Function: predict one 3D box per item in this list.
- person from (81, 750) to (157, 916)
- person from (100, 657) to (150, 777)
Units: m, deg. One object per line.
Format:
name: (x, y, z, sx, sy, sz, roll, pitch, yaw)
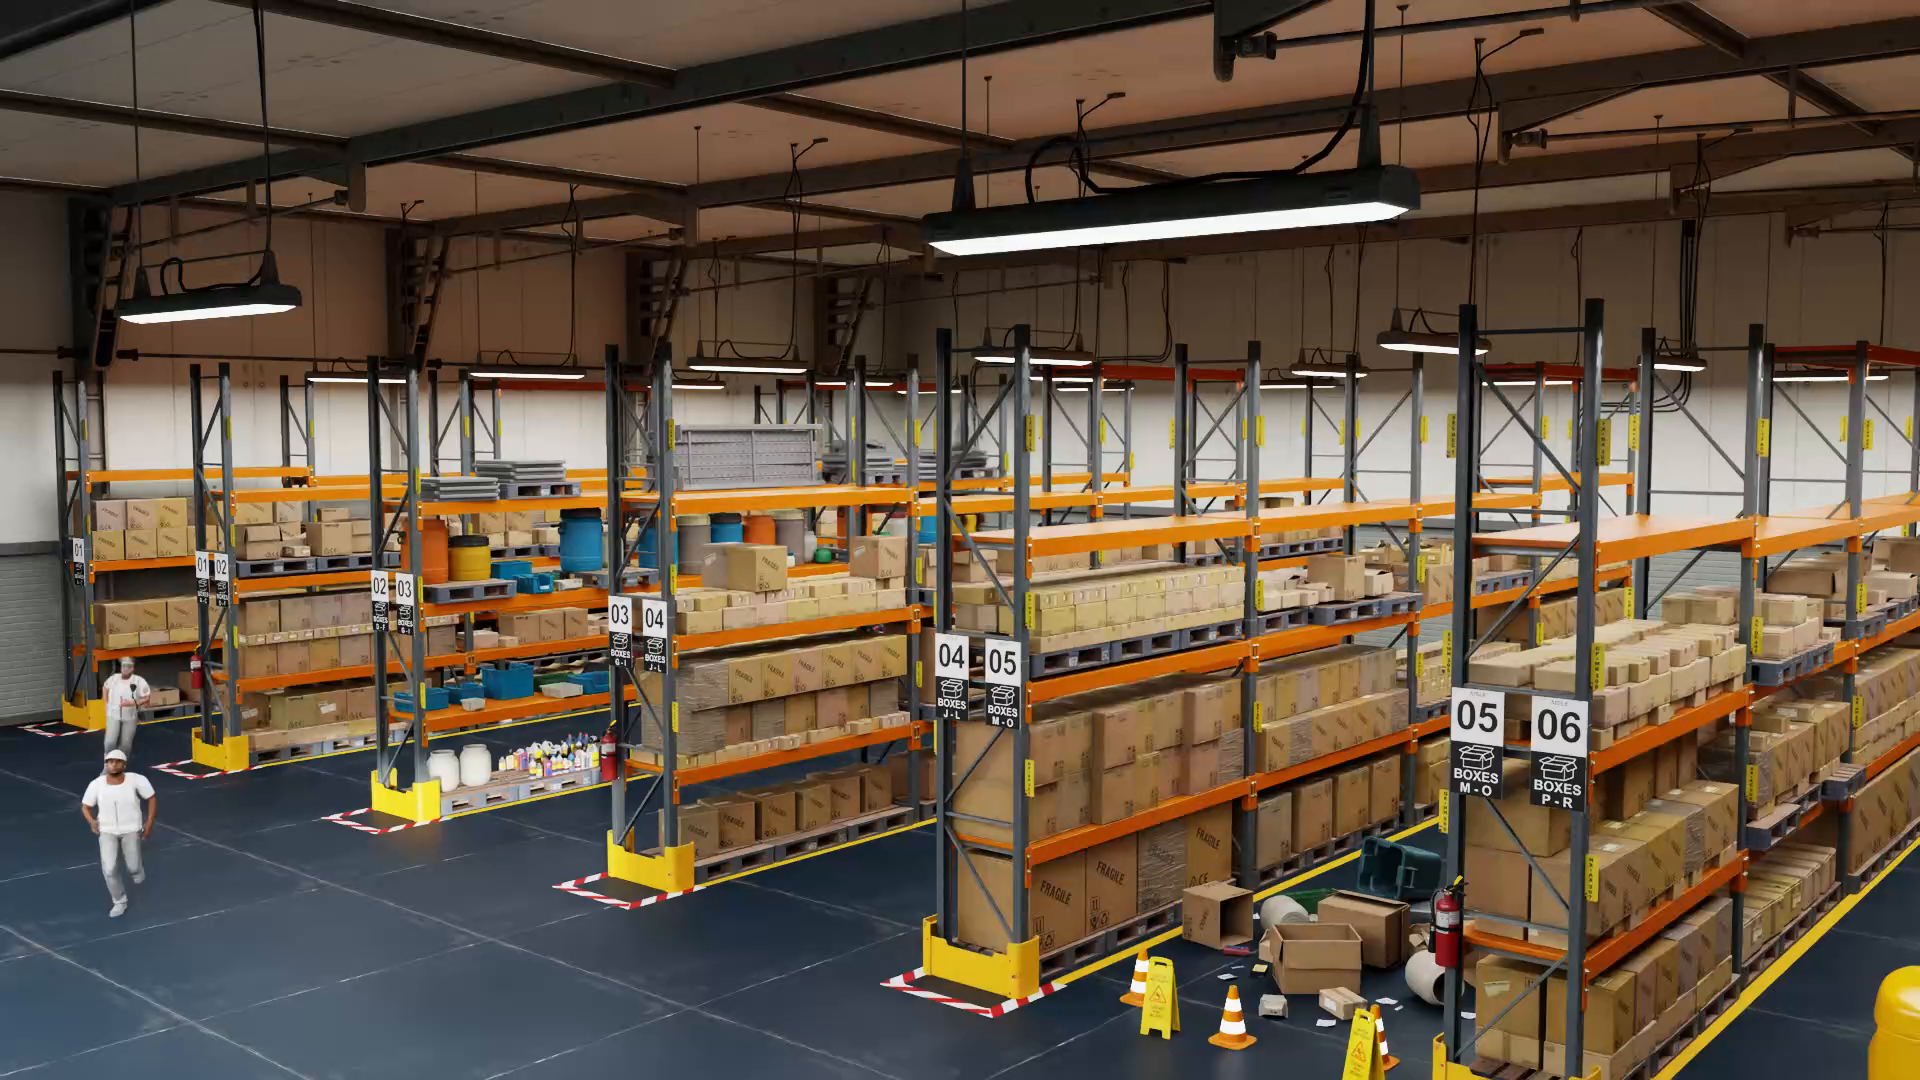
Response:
person: (-8.877, 3.052, 17.568, 0.720, 1.707, 0.661, -2, 4, -22)
person: (-12.060, 2.567, 24.026, 0.684, 1.800, 0.711, -2, 4, -20)
